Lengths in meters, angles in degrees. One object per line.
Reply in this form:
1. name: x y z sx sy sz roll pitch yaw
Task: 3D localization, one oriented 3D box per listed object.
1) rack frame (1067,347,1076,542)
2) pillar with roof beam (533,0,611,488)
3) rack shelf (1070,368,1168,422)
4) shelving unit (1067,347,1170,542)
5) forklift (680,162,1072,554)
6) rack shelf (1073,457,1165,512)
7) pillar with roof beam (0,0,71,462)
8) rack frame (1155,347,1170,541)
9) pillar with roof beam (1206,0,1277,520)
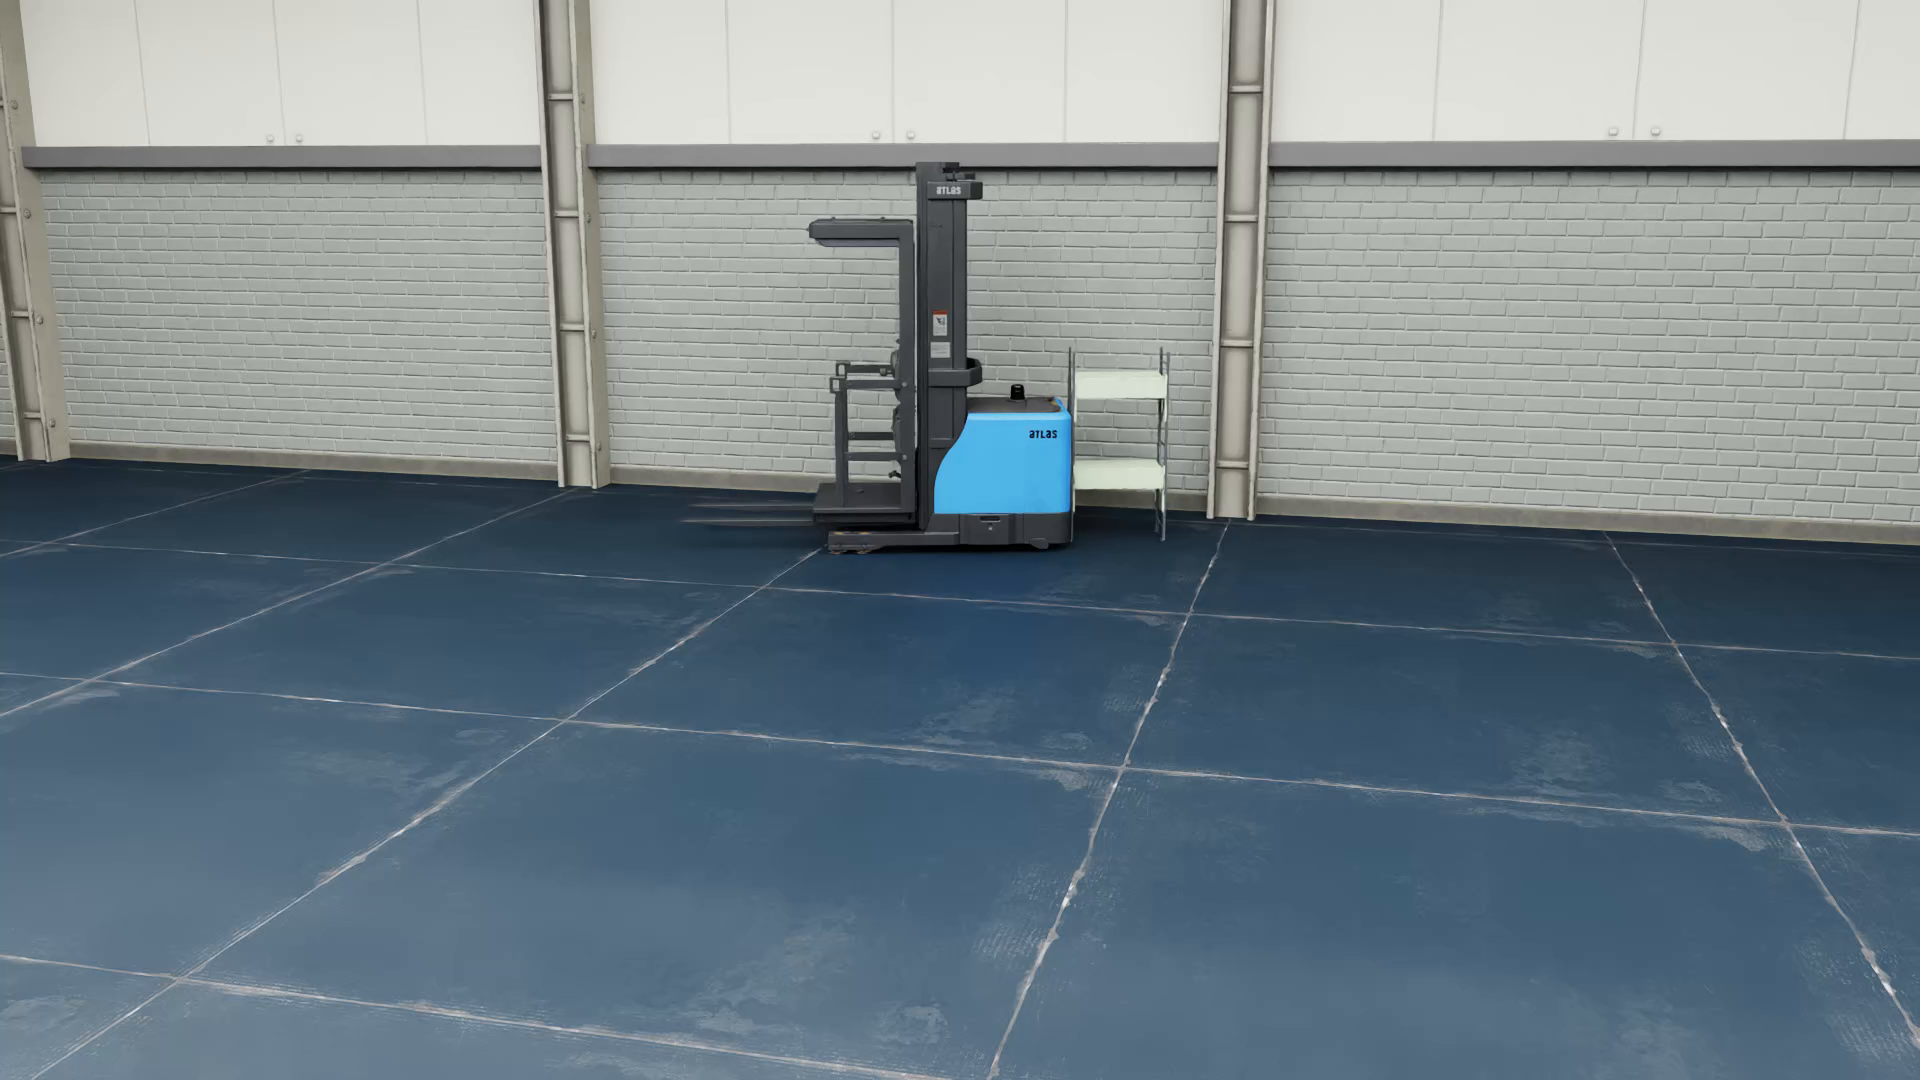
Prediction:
1. rack frame: 0.879 -0.762 13.204 0.023 1.500 0.400 0 13 -2
2. pillar with roof beam: -4.542 -4.007 10.519 0.400 9.000 9.100 3 13 14
3. rack shelf: 1.245 -1.145 13.130 0.720 0.370 0.431 0 13 -2
4. shelving unit: 1.245 -0.764 13.214 0.755 1.500 0.431 0 13 -2
5. forklift: -0.665 -1.439 12.952 3.031 2.935 1.130 0 13 -2
6. rack shelf: 1.245 -0.446 13.285 0.720 0.370 0.431 0 13 -2
7. pillar with roof beam: -10.367 -4.318 11.922 0.400 9.000 9.100 3 13 14
8. rack frame: 1.611 -0.766 13.225 0.023 1.500 0.400 0 13 -2
9. pillar with roof beam: 1.283 -3.696 9.116 0.400 9.000 9.100 3 13 14
